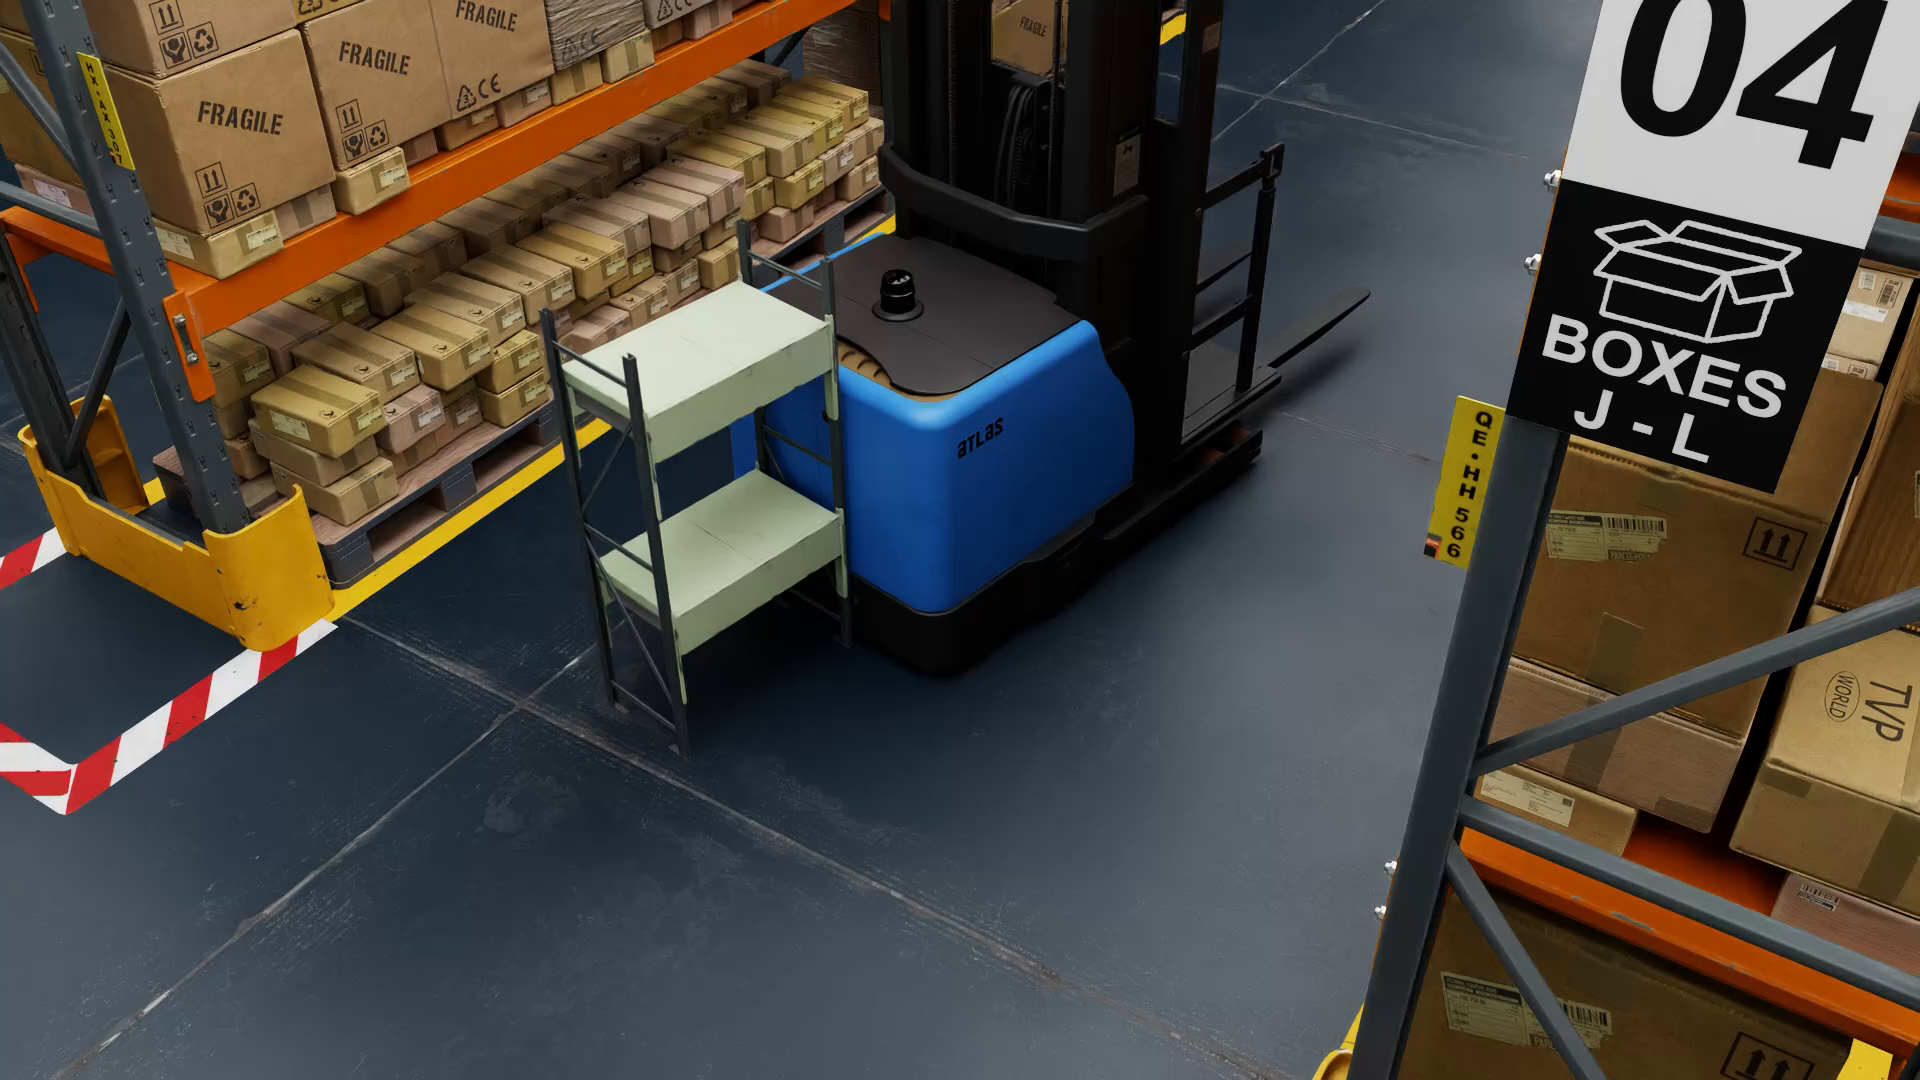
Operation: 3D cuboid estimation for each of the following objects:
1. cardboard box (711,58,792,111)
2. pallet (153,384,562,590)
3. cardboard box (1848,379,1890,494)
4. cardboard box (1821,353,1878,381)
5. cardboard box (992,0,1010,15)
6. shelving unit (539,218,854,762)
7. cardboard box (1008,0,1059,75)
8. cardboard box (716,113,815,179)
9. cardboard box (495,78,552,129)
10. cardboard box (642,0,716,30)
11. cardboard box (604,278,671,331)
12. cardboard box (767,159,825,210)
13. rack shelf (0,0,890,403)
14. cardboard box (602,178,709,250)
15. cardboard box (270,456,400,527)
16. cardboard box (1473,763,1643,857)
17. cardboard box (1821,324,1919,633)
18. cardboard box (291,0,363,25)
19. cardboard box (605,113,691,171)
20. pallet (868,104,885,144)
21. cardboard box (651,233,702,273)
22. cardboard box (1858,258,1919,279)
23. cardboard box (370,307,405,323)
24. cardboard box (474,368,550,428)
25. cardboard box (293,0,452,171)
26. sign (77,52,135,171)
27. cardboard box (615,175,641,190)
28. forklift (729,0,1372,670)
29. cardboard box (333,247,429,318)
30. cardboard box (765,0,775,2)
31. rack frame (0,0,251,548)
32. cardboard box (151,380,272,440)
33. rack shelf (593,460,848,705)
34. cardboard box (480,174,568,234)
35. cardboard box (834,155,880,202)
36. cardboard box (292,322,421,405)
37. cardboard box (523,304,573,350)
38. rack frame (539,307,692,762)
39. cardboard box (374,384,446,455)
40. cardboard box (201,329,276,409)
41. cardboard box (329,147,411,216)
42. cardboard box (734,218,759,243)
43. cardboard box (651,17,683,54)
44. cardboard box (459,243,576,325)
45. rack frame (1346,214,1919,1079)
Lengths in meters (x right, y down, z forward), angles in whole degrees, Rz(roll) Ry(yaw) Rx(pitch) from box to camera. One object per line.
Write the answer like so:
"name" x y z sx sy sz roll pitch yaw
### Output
"cardboard box" -1.053 -2.251 8.217 0.380 0.149 0.250 23 43 27
"pallet" -2.331 -0.368 6.554 1.003 0.211 1.213 21 42 25
"cardboard box" 2.328 -0.097 3.798 0.500 0.250 0.500 20 42 24
"cardboard box" 1.878 -0.270 4.023 0.500 0.250 0.500 20 42 24
"cardboard box" -0.075 -2.856 8.587 0.500 0.250 0.500 19 42 23
"shelving unit" -0.771 -0.136 5.198 0.431 1.500 0.755 29 46 32
"cardboard box" 0.208 -2.832 9.170 0.500 0.500 0.500 23 43 27
"cardboard box" -0.895 -1.817 7.654 0.380 0.149 0.250 21 42 25
"cardboard box" -1.750 -1.680 6.178 0.380 0.149 0.250 20 42 24
"cardboard box" -1.261 -2.380 6.555 0.500 0.500 0.500 21 42 25
"cardboard box" -1.468 -1.030 7.121 0.380 0.149 0.250 21 42 25
"cardboard box" -0.857 -1.689 7.732 0.380 0.149 0.250 20 42 24
"rack shelf" -1.765 -1.772 6.681 1.077 0.370 4.000 21 42 25
"cardboard box" -1.301 -1.396 7.107 0.380 0.149 0.250 20 42 24
"cardboard box" -2.286 -0.228 6.081 0.380 0.149 0.250 22 43 26
"cardboard box" 1.210 0.457 3.406 0.380 0.149 0.250 22 43 26
"cardboard box" 2.050 -0.124 3.218 0.500 0.500 0.500 20 42 24
"cardboard box" -2.107 -1.986 5.225 0.500 0.500 0.500 22 43 26
"cardboard box" -1.465 -1.840 7.684 0.380 0.149 0.250 20 42 24
"pallet" -0.278 -2.385 9.171 1.003 0.211 1.213 21 42 25
"cardboard box" -1.355 -1.323 7.256 0.380 0.149 0.250 19 42 23
"cardboard box" 2.423 -1.084 4.465 0.500 0.500 0.500 20 42 24
"cardboard box" -2.287 -0.920 6.734 0.380 0.149 0.250 21 42 25
"cardboard box" -1.858 -0.616 6.584 0.380 0.149 0.250 22 43 26
"cardboard box" -2.097 -1.608 5.554 0.500 0.500 0.500 21 42 25
"sign" -2.378 -1.191 4.629 0.100 0.325 0.005 21 42 25
"cardboard box" -1.632 -1.591 7.605 0.380 0.149 0.250 23 43 27
"forklift" 0.548 -1.540 5.847 1.130 2.935 3.031 29 46 32
"cardboard box" -2.360 -1.053 6.663 0.380 0.149 0.250 19 42 23
"cardboard box" -0.889 -2.478 7.213 0.380 0.149 0.250 23 43 27
"rack frame" -2.837 -1.026 5.124 1.000 3.000 0.127 21 42 25
"cardboard box" -2.795 -0.546 6.249 0.380 0.149 0.250 20 42 24
"rack shelf" -0.771 0.123 5.397 0.431 0.370 0.720 29 46 32
"cardboard box" -1.912 -1.454 7.183 0.380 0.149 0.250 21 42 25
"cardboard box" -0.616 -1.811 8.134 0.380 0.149 0.250 22 43 26
"cardboard box" -2.223 -0.639 6.126 0.380 0.149 0.250 22 43 26
"cardboard box" -1.797 -0.909 6.720 0.380 0.149 0.250 19 42 23
"rack frame" -1.017 0.030 4.983 0.400 1.500 0.023 29 46 32
"cardboard box" -2.145 -0.490 6.176 0.380 0.149 0.250 21 42 25
"cardboard box" -2.767 -0.654 6.146 0.380 0.149 0.250 22 43 26
"cardboard box" -2.095 -1.252 5.623 0.380 0.149 0.250 20 42 24
"cardboard box" -1.157 -1.452 7.667 0.380 0.149 0.250 20 42 24
"cardboard box" -1.349 -2.089 6.709 0.380 0.149 0.250 21 42 24
"cardboard box" -1.760 -1.022 6.623 0.380 0.149 0.250 23 43 27
"rack frame" 1.297 0.649 2.952 1.000 3.000 0.127 21 42 25
